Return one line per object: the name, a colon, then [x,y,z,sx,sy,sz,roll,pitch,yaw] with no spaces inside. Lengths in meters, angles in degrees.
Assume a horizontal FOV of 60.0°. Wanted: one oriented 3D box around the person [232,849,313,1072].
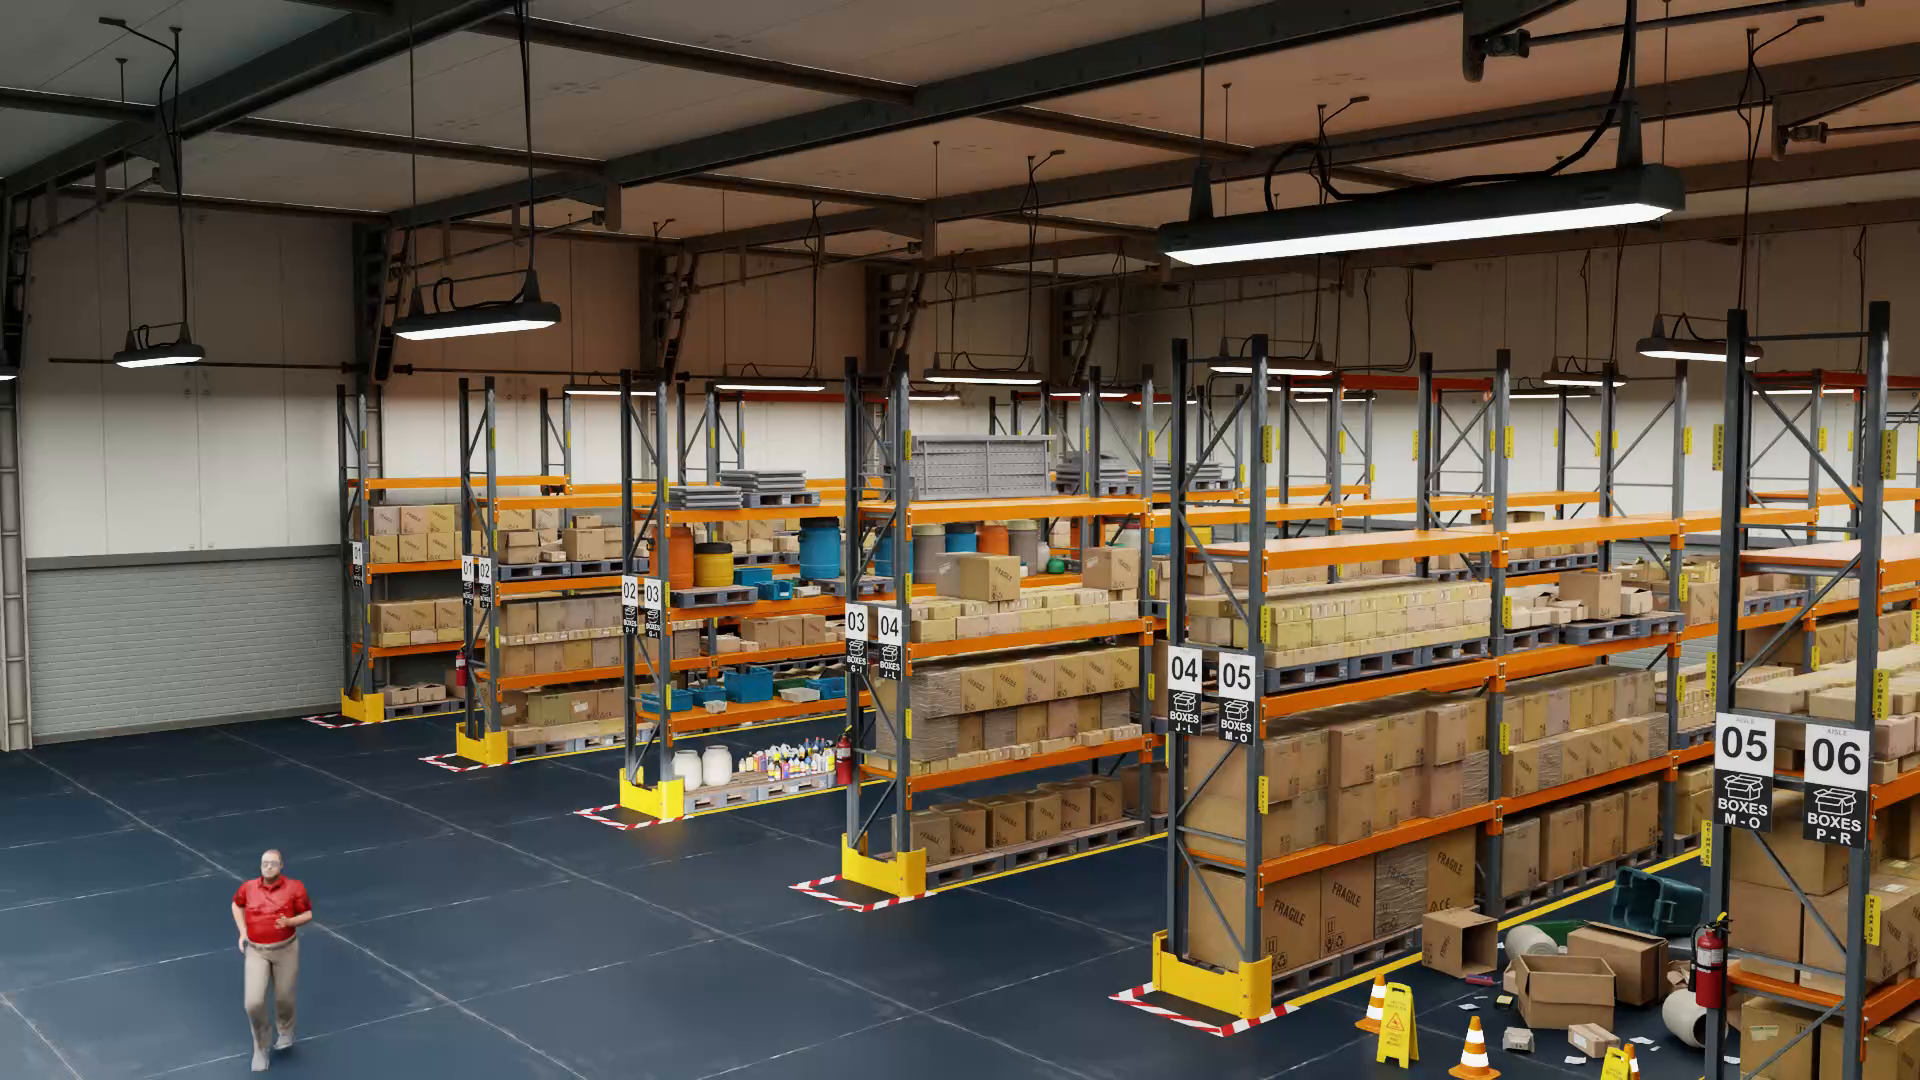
person: [-5.622,3.426,13.585,0.637,1.790,0.725,-1,4,-17]
